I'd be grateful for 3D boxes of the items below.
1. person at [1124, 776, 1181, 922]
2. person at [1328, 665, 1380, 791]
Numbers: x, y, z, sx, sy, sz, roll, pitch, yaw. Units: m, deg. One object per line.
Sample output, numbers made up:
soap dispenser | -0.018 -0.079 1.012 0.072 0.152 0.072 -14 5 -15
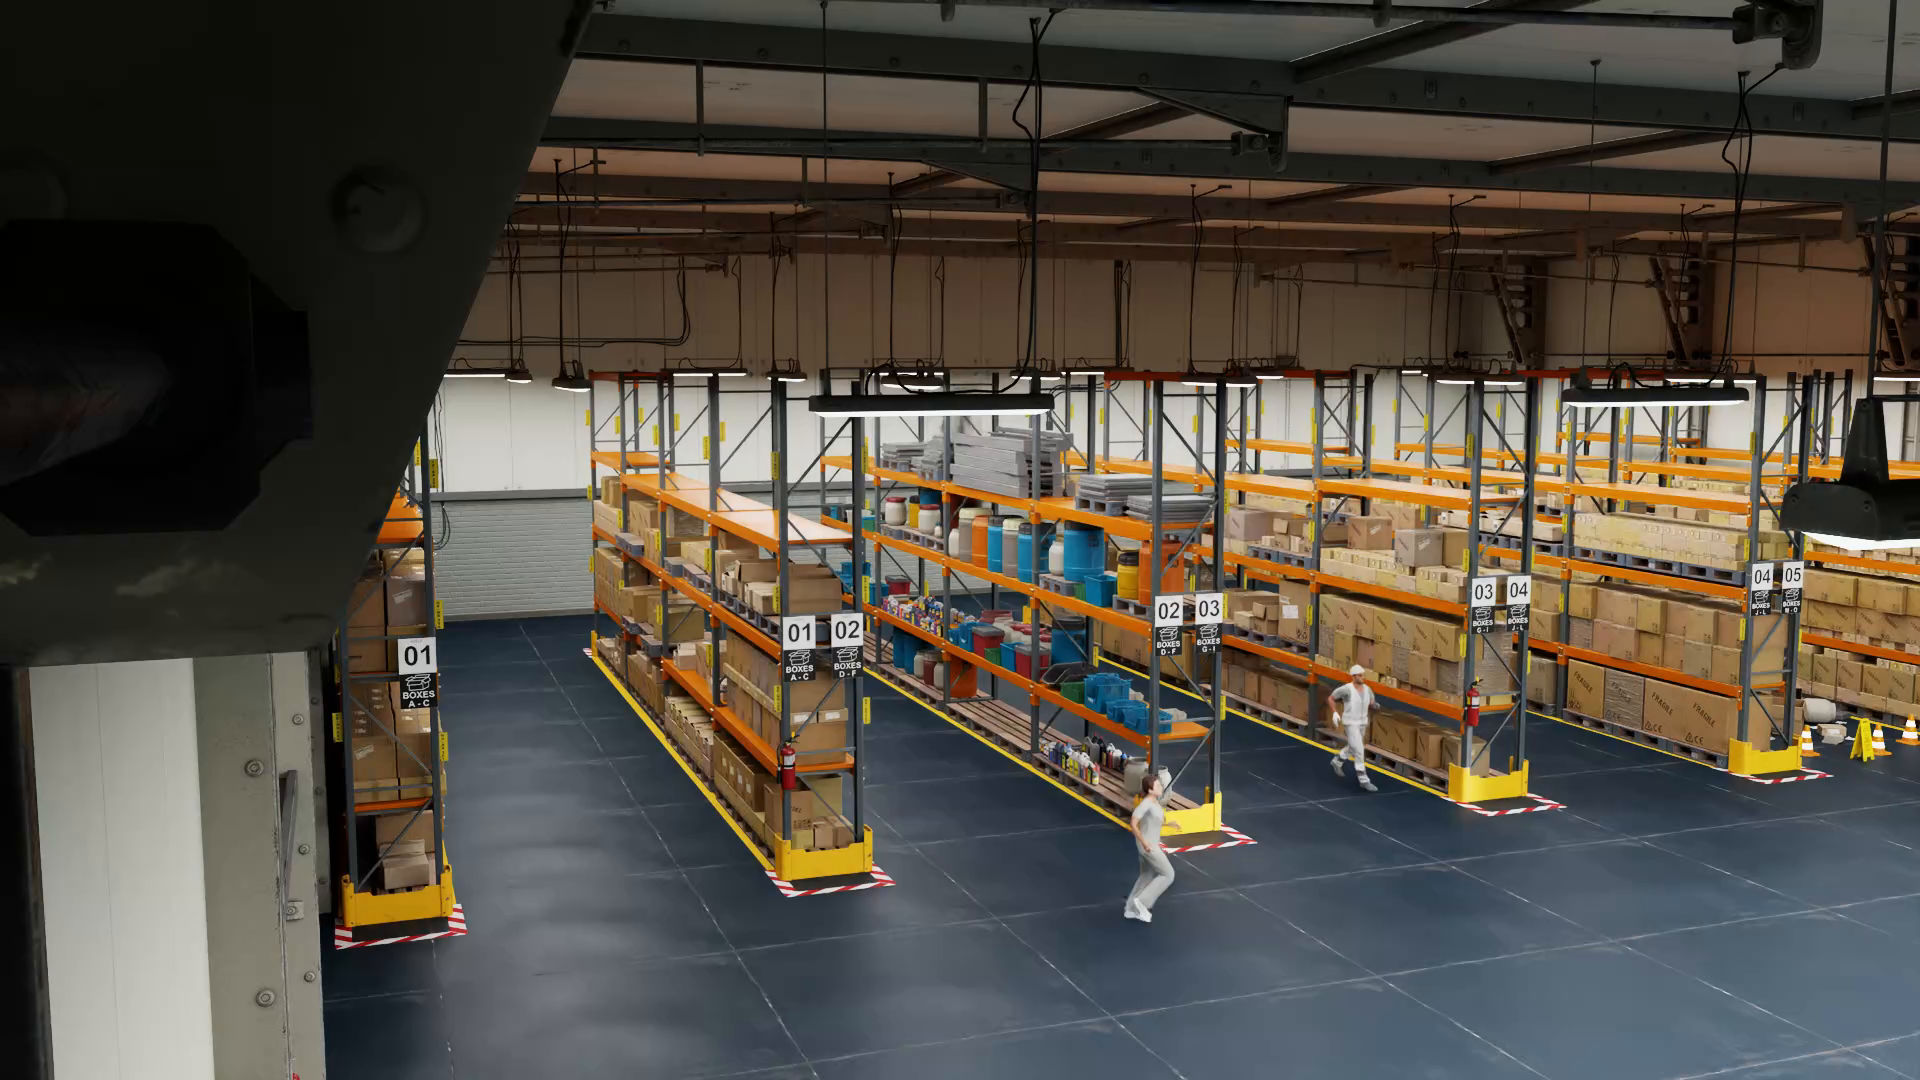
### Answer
person | 2.156 3.435 18.590 0.624 1.637 0.544 1 6 8
person | 5.760 2.698 24.294 0.662 1.777 1.004 -4 7 -31
